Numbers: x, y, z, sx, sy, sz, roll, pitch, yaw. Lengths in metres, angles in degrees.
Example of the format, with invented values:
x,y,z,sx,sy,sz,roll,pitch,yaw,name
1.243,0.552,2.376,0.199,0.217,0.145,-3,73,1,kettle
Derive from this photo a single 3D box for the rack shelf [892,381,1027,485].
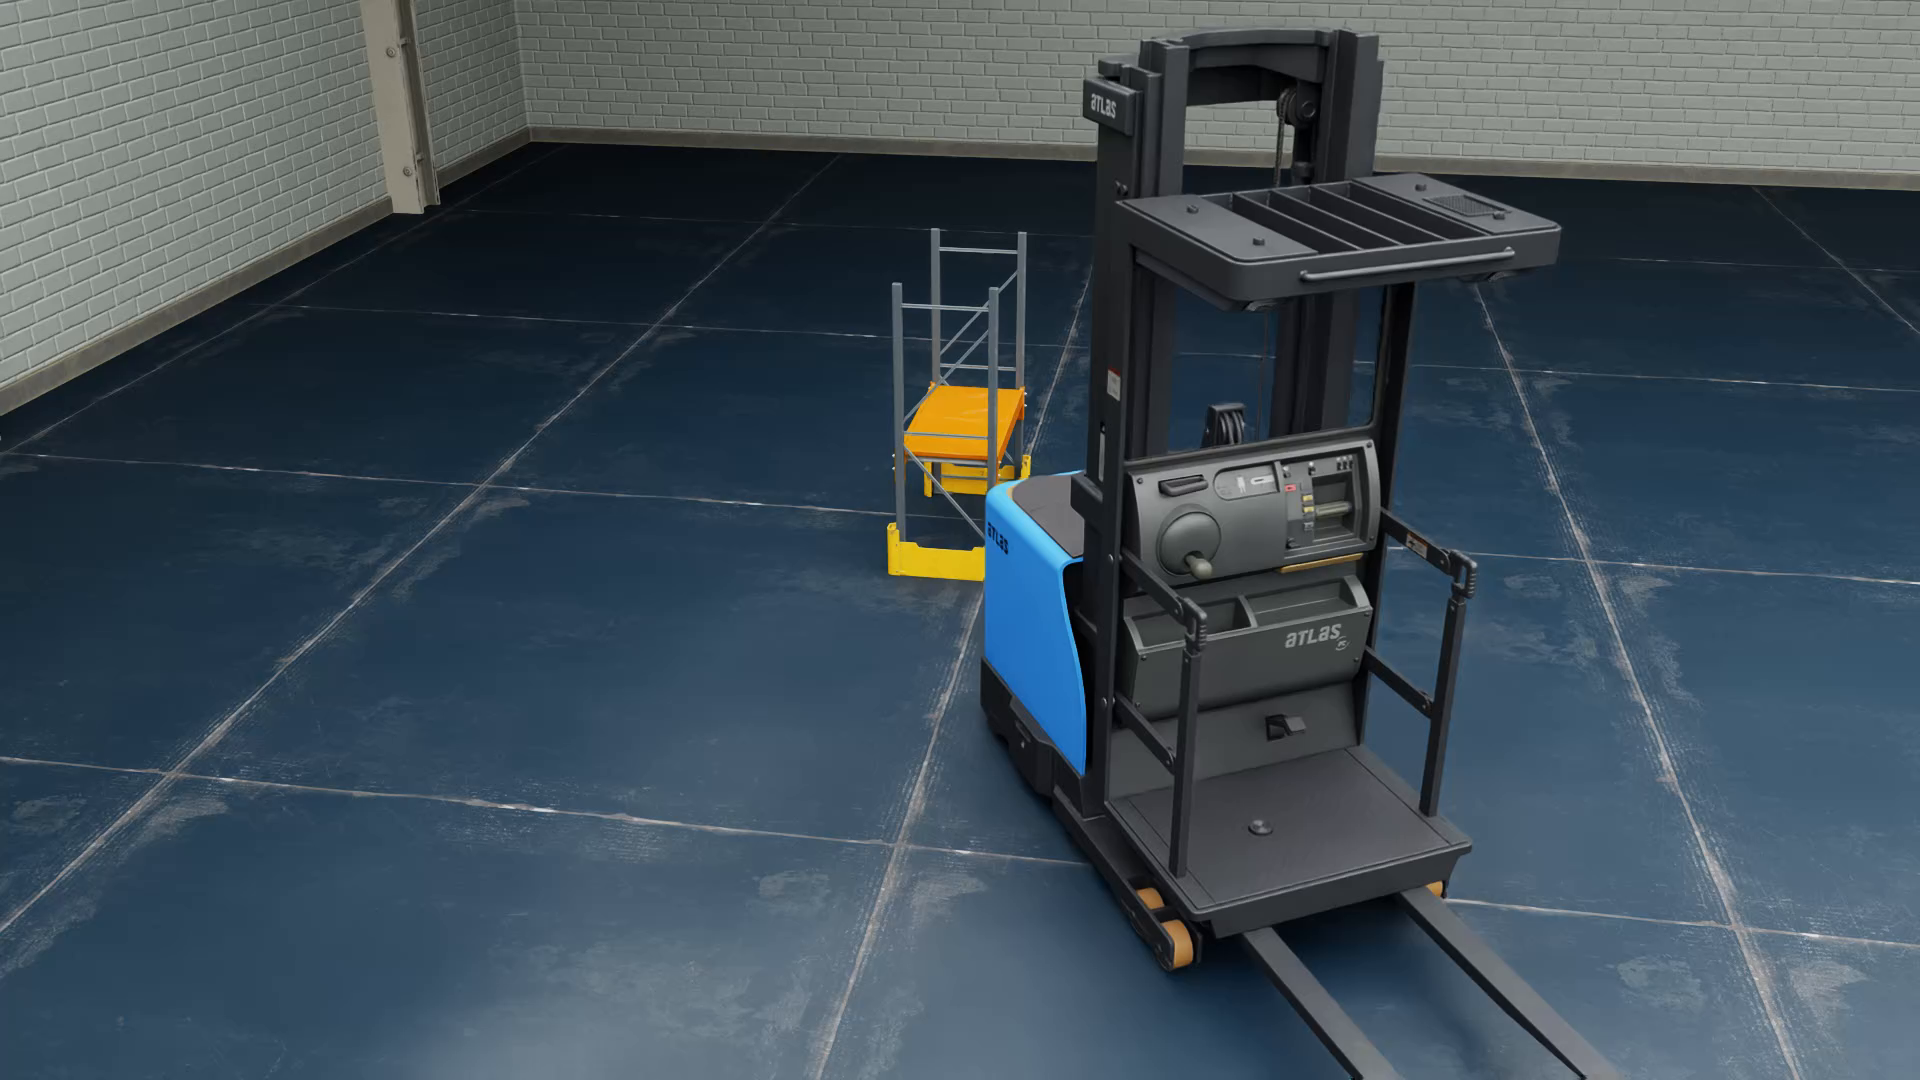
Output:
x,y,z,sx,sy,sz,roll,pitch,yaw,name
0.014,-0.552,8.585,0.538,0.185,1.000,4,25,9,rack shelf

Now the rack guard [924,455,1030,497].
x,y,z,sx,sy,sz,roll,pitch,yaw,name
0.094,-0.353,9.210,0.587,0.250,0.087,4,25,9,rack guard

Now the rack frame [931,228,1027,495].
x,y,z,sx,sy,sz,roll,pitch,yaw,name
0.097,-0.928,8.962,0.500,1.500,0.032,4,25,9,rack frame

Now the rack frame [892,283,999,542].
x,y,z,sx,sy,sz,roll,pitch,yaw,name
-0.069,-0.502,8.054,0.500,1.500,0.032,4,25,9,rack frame

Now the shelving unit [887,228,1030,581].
x,y,z,sx,sy,sz,roll,pitch,yaw,name
0.012,-0.711,8.500,0.587,1.500,1.083,4,25,9,shelving unit

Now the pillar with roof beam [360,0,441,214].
x,y,z,sx,sy,sz,roll,pitch,yaw,name
-0.748,-6.825,12.715,9.100,9.000,0.400,4,25,9,pillar with roof beam

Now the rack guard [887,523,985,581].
x,y,z,sx,sy,sz,roll,pitch,yaw,name
-0.069,0.063,8.320,0.587,0.250,0.087,4,25,9,rack guard

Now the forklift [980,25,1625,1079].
x,y,z,sx,sy,sz,roll,pitch,yaw,name
1.088,-0.072,5.446,1.130,2.935,3.031,-9,27,-19,forklift
